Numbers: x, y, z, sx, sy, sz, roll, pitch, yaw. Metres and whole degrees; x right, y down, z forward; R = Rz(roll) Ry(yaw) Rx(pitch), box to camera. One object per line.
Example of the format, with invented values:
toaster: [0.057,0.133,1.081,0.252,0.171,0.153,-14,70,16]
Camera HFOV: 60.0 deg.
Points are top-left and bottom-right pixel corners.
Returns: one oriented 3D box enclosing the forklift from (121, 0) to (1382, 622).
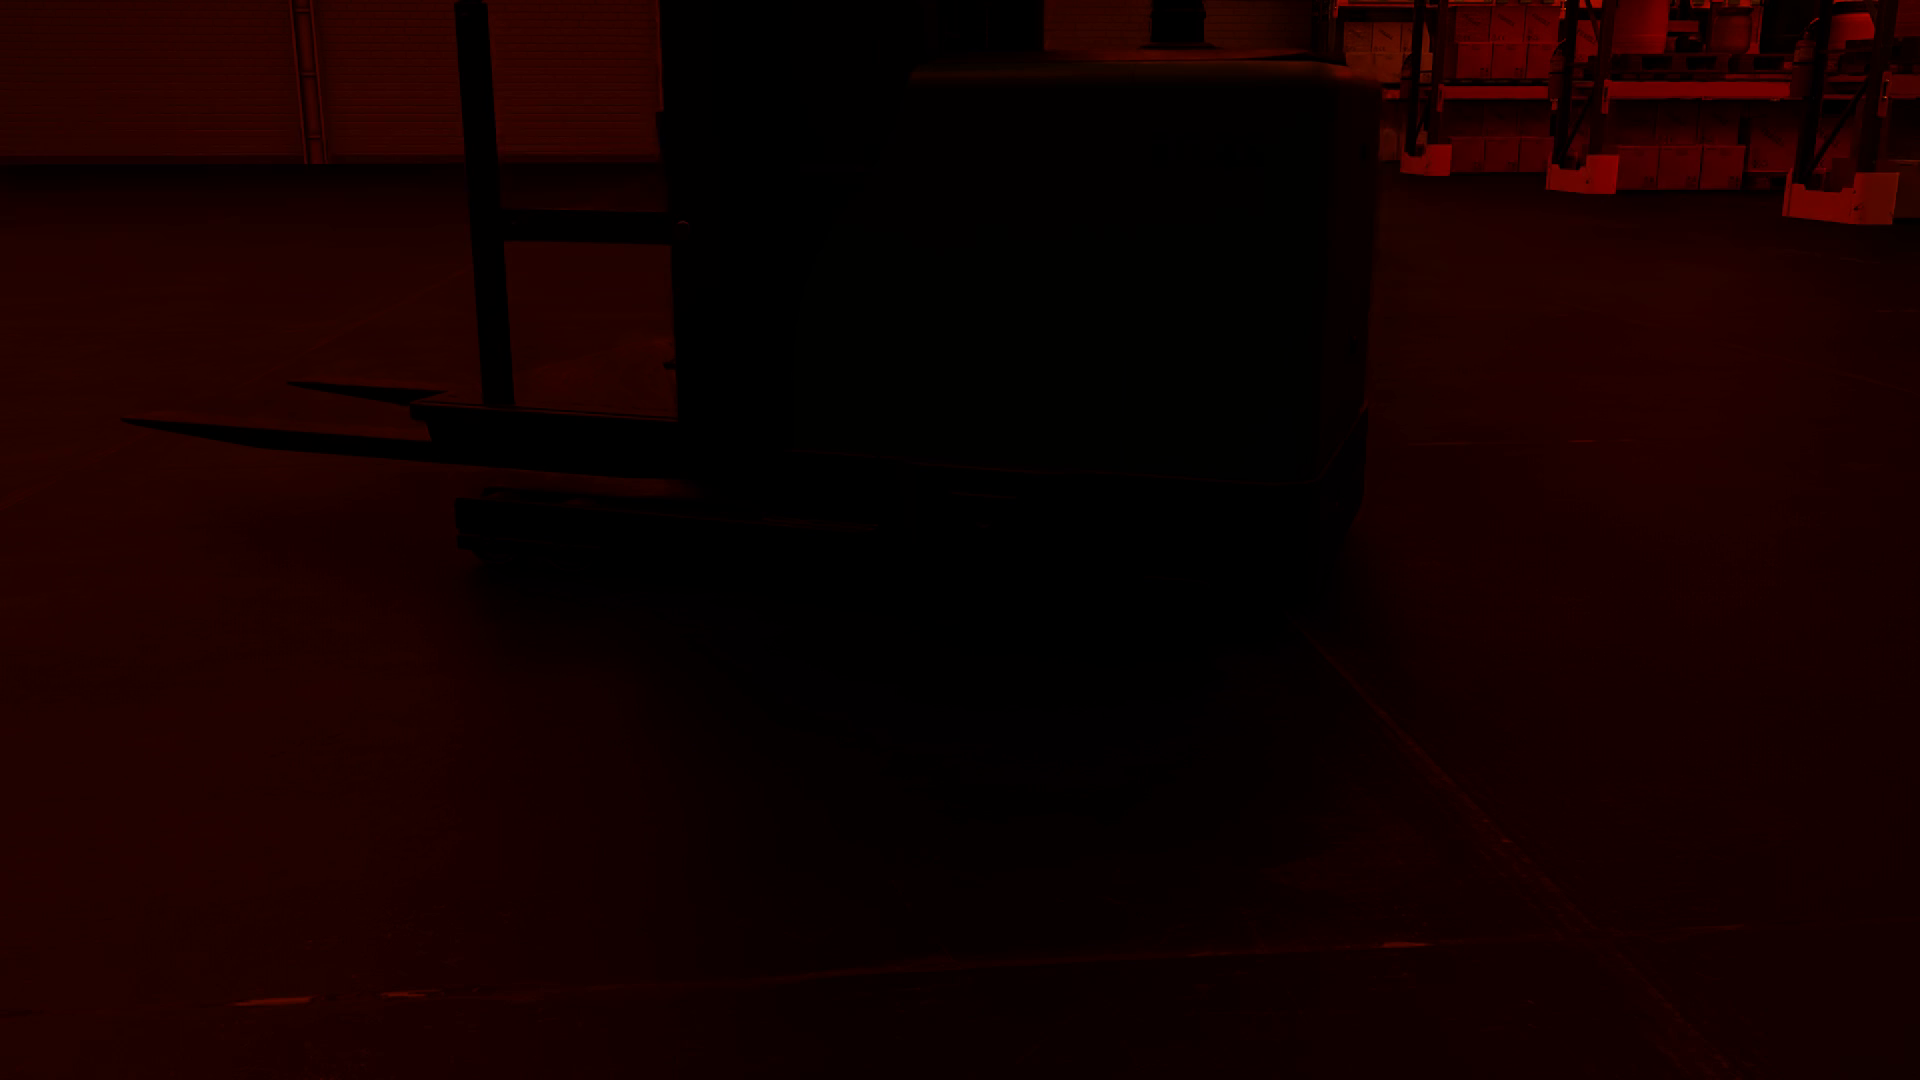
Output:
forklift: [-0.601,-1.465,3.744,3.031,2.935,1.130,5,16,18]
